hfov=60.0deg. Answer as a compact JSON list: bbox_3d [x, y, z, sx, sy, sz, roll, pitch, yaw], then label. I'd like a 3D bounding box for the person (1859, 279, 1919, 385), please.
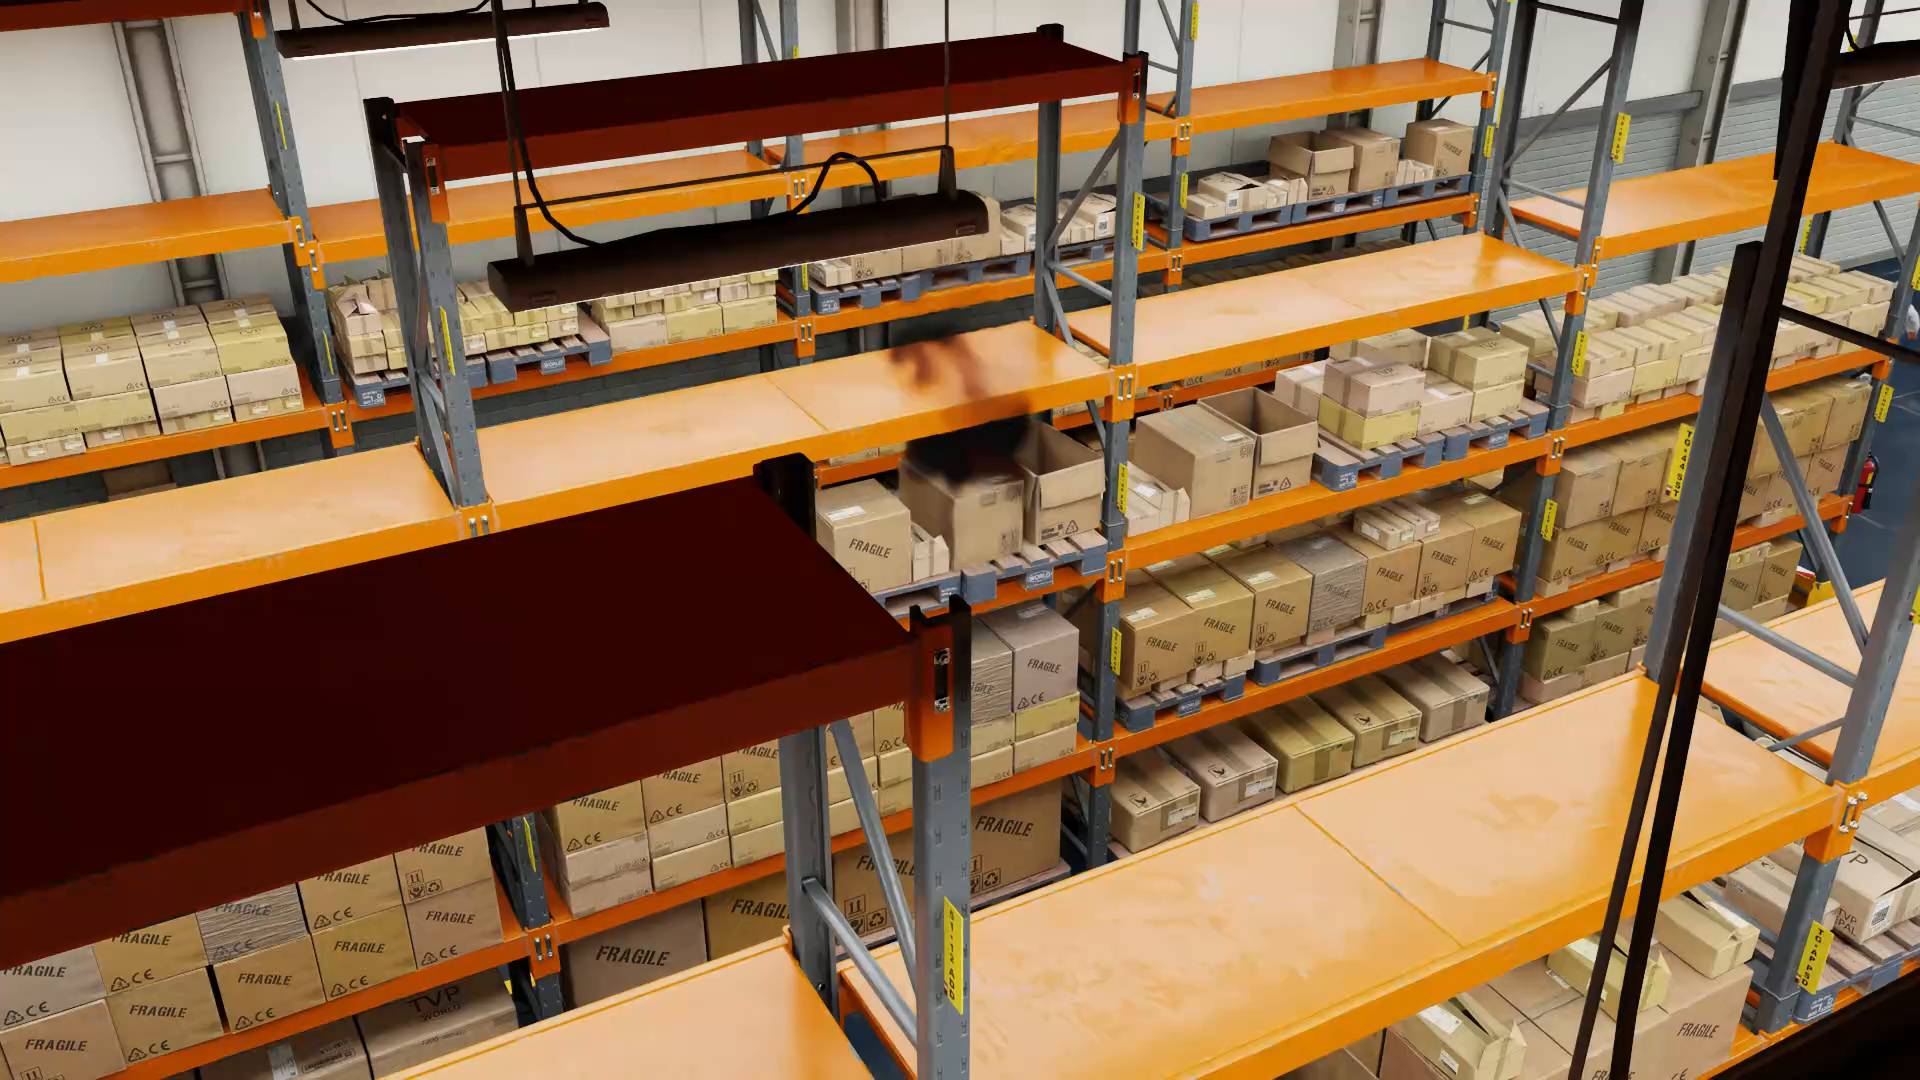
[{"bbox_3d":[10.678,-2.228,19.306,0.726,1.724,0.704,-21,35,-35],"label":"person"}]
